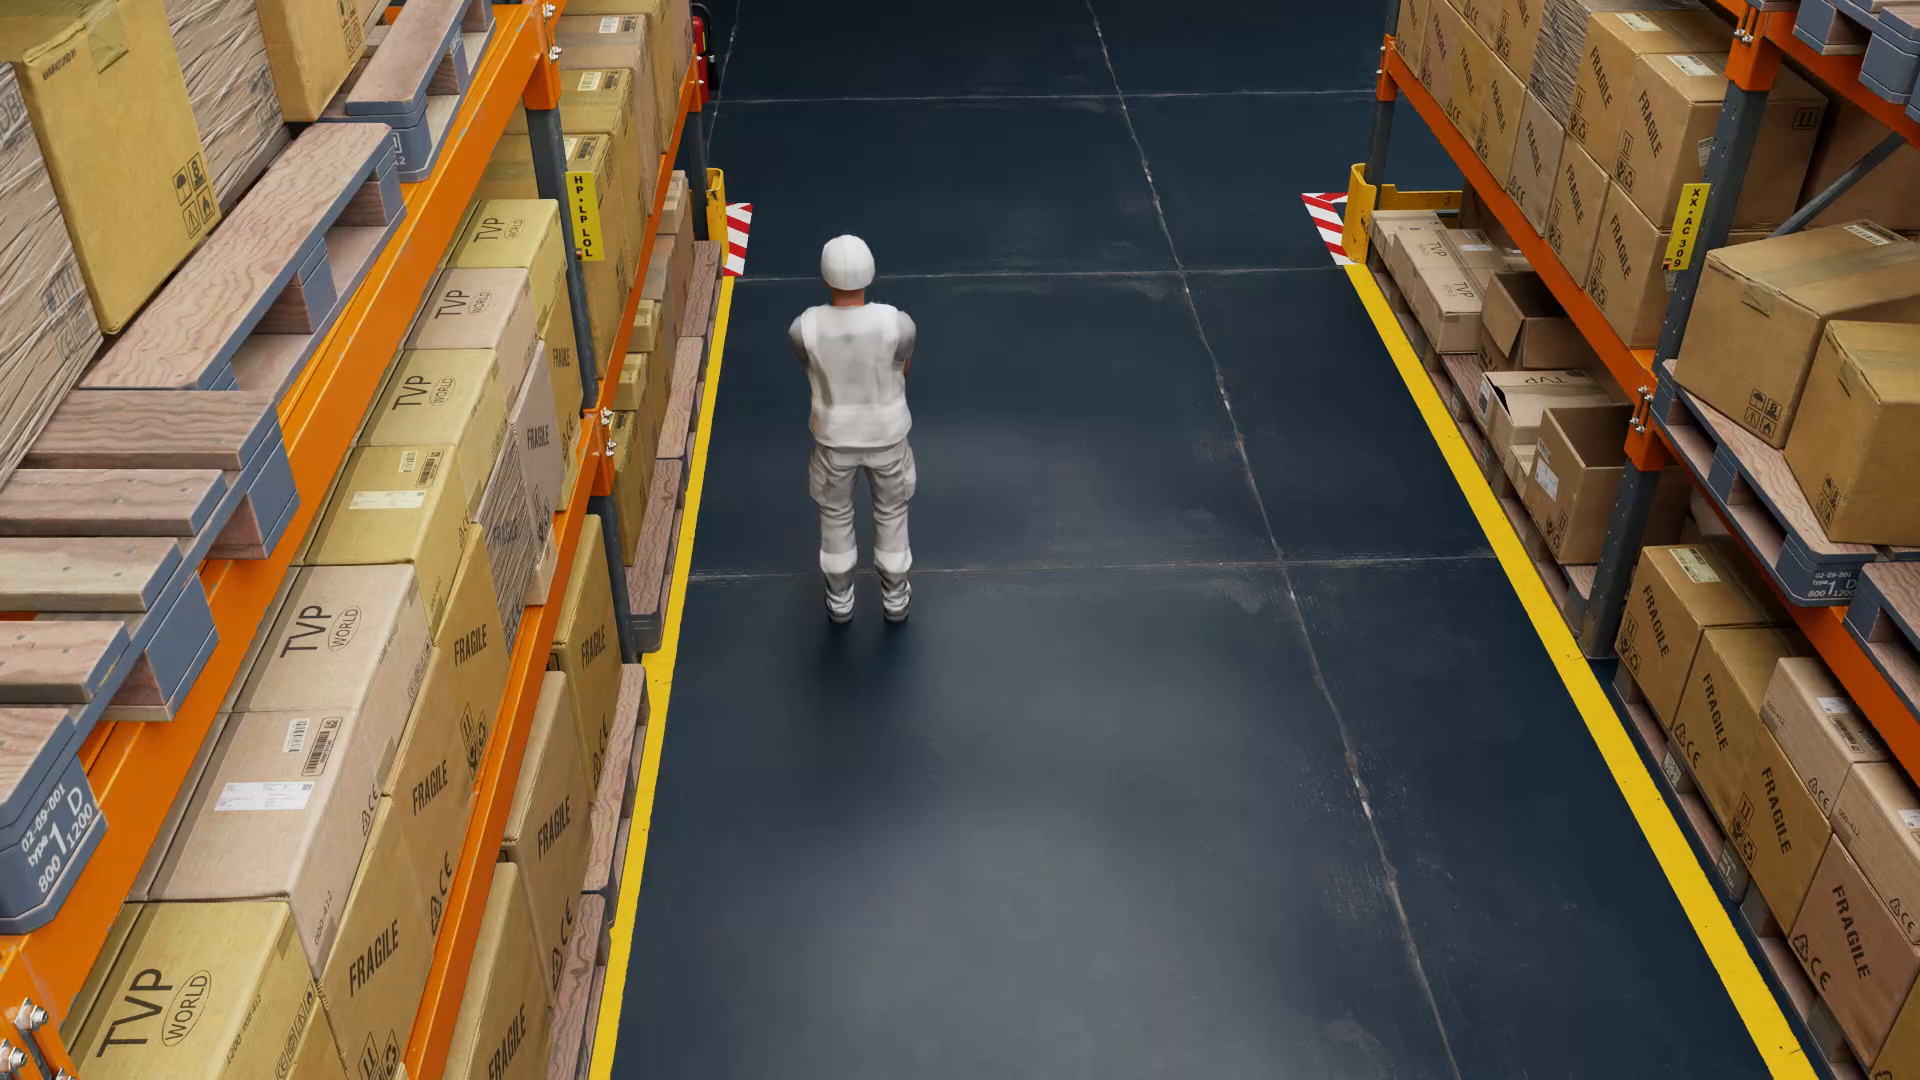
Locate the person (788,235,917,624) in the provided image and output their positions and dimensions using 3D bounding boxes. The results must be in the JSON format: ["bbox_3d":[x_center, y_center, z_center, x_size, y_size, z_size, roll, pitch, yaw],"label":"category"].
[{"bbox_3d":[-0.419,-0.487,6.825,0.494,1.784,0.565,-1,35,-1],"label":"person"}]
